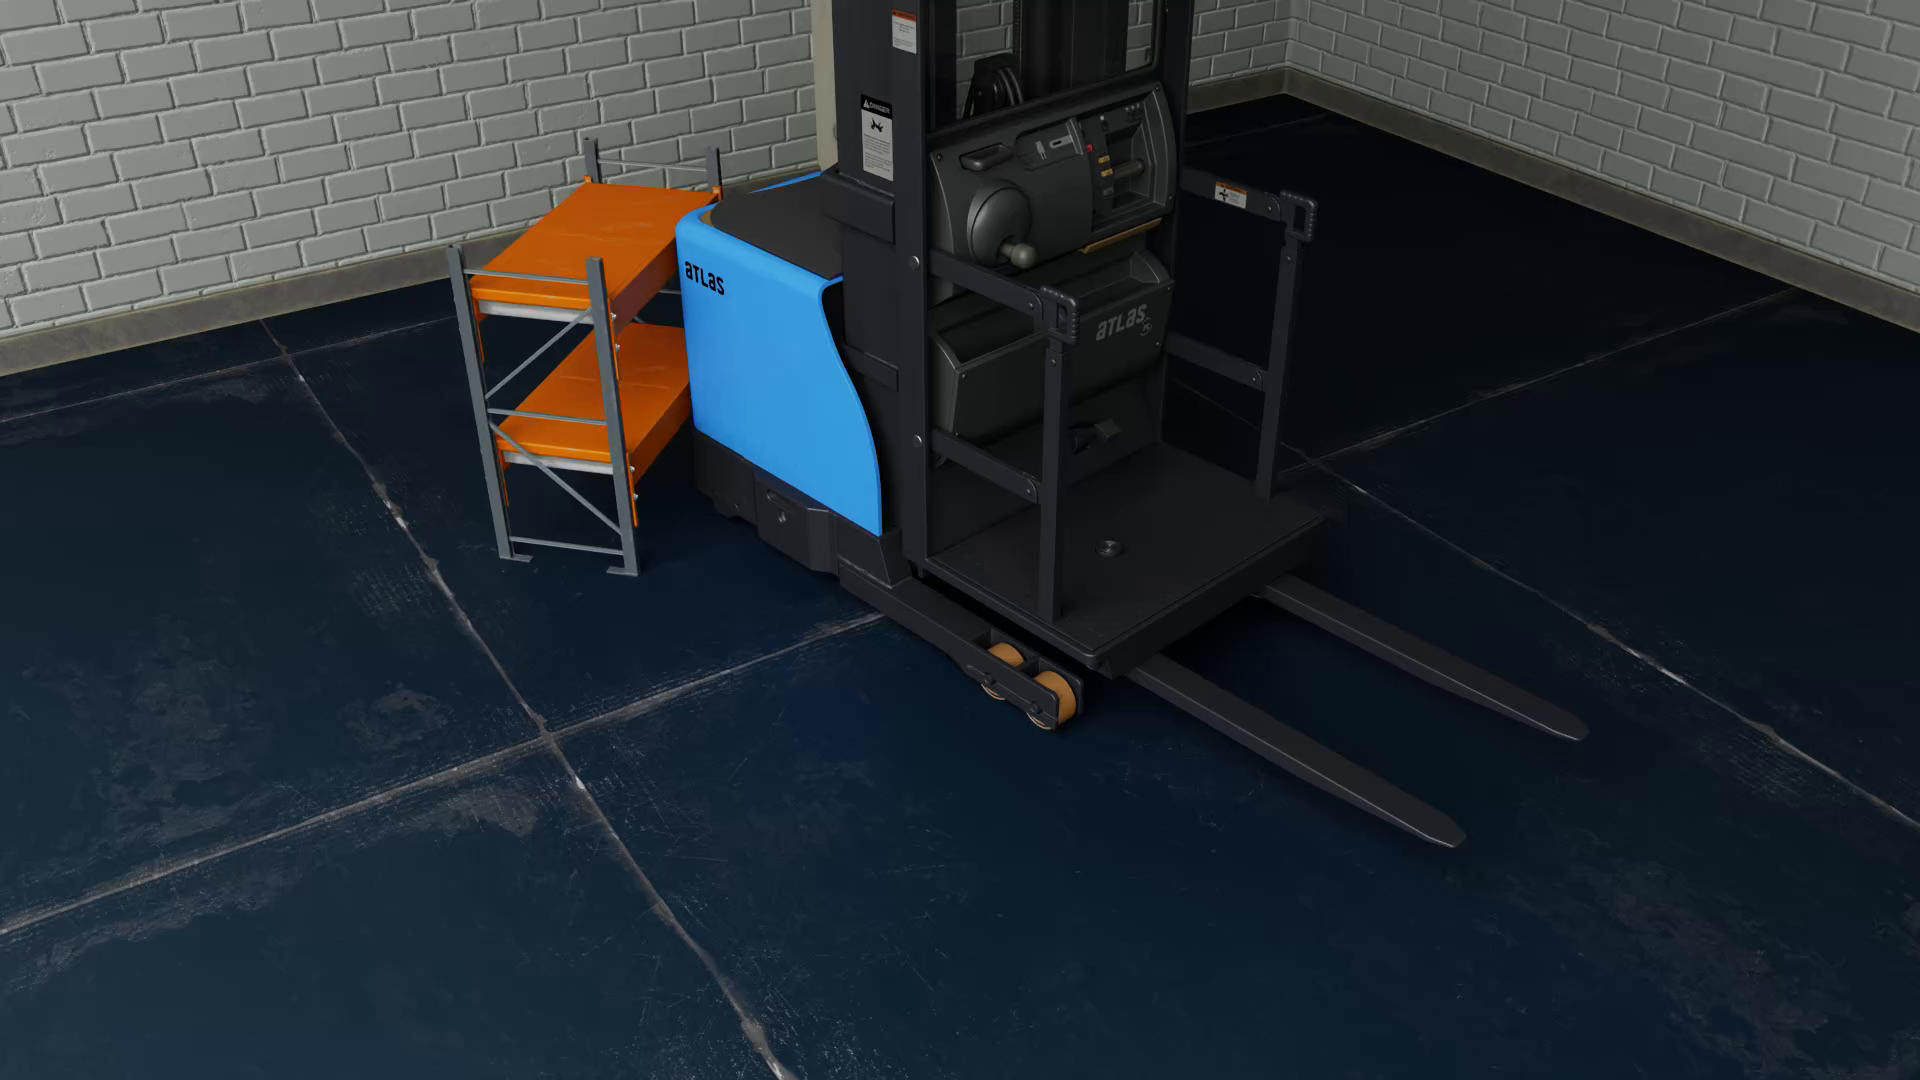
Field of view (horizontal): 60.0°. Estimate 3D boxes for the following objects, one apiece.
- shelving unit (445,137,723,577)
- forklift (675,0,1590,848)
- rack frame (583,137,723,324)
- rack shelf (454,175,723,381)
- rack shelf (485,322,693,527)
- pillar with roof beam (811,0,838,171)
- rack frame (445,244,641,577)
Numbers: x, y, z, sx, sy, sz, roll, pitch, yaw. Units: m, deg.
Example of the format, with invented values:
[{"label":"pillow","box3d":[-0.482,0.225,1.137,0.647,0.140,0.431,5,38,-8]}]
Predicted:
[{"label":"shelving unit","box3d":[-1.203,-0.655,5.735,0.538,1.125,1.048,7,33,11]},{"label":"forklift","box3d":[0.429,-0.997,4.584,1.130,2.935,3.031,-27,41,-36]},{"label":"rack frame","box3d":[-1.089,-0.920,6.154,0.500,1.125,0.032,7,33,11]},{"label":"rack shelf","box3d":[-1.203,-0.903,5.579,0.538,0.278,1.000,7,33,11]},{"label":"rack shelf","box3d":[-1.203,-0.449,5.865,0.538,0.278,1.000,7,33,11]},{"label":"pillar with roof beam","box3d":[1.854,-3.658,3.114,0.400,9.000,9.100,-19,37,-27]},{"label":"rack frame","box3d":[-1.317,-0.391,5.316,0.500,1.125,0.032,7,33,11]}]
